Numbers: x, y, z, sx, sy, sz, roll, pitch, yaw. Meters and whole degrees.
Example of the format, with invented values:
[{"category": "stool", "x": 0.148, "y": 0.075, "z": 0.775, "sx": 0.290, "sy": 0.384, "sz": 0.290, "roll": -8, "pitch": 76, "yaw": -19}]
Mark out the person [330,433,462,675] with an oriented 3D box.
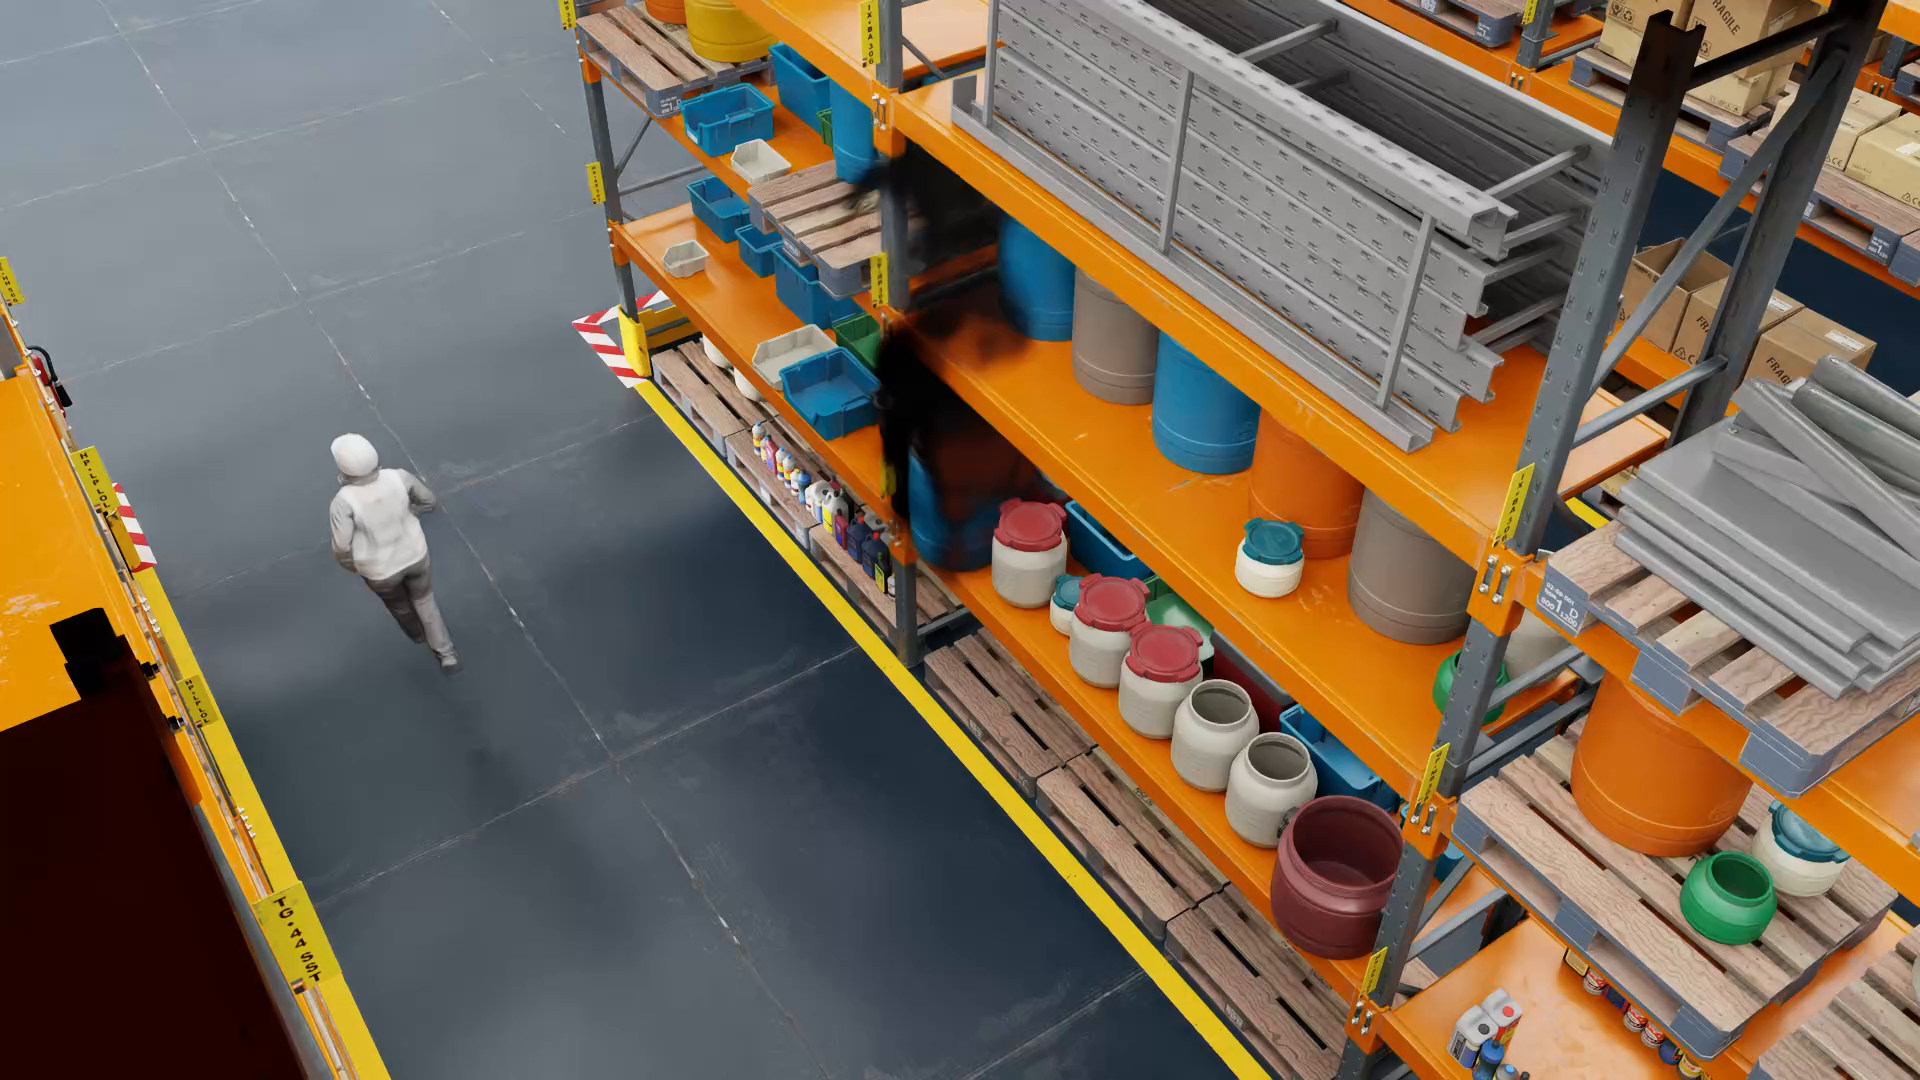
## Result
[{"category": "person", "x": -3.395, "y": 0.103, "z": 9.942, "sx": 0.684, "sy": 1.779, "sz": 0.808, "roll": -30, "pitch": 50, "yaw": -29}]
